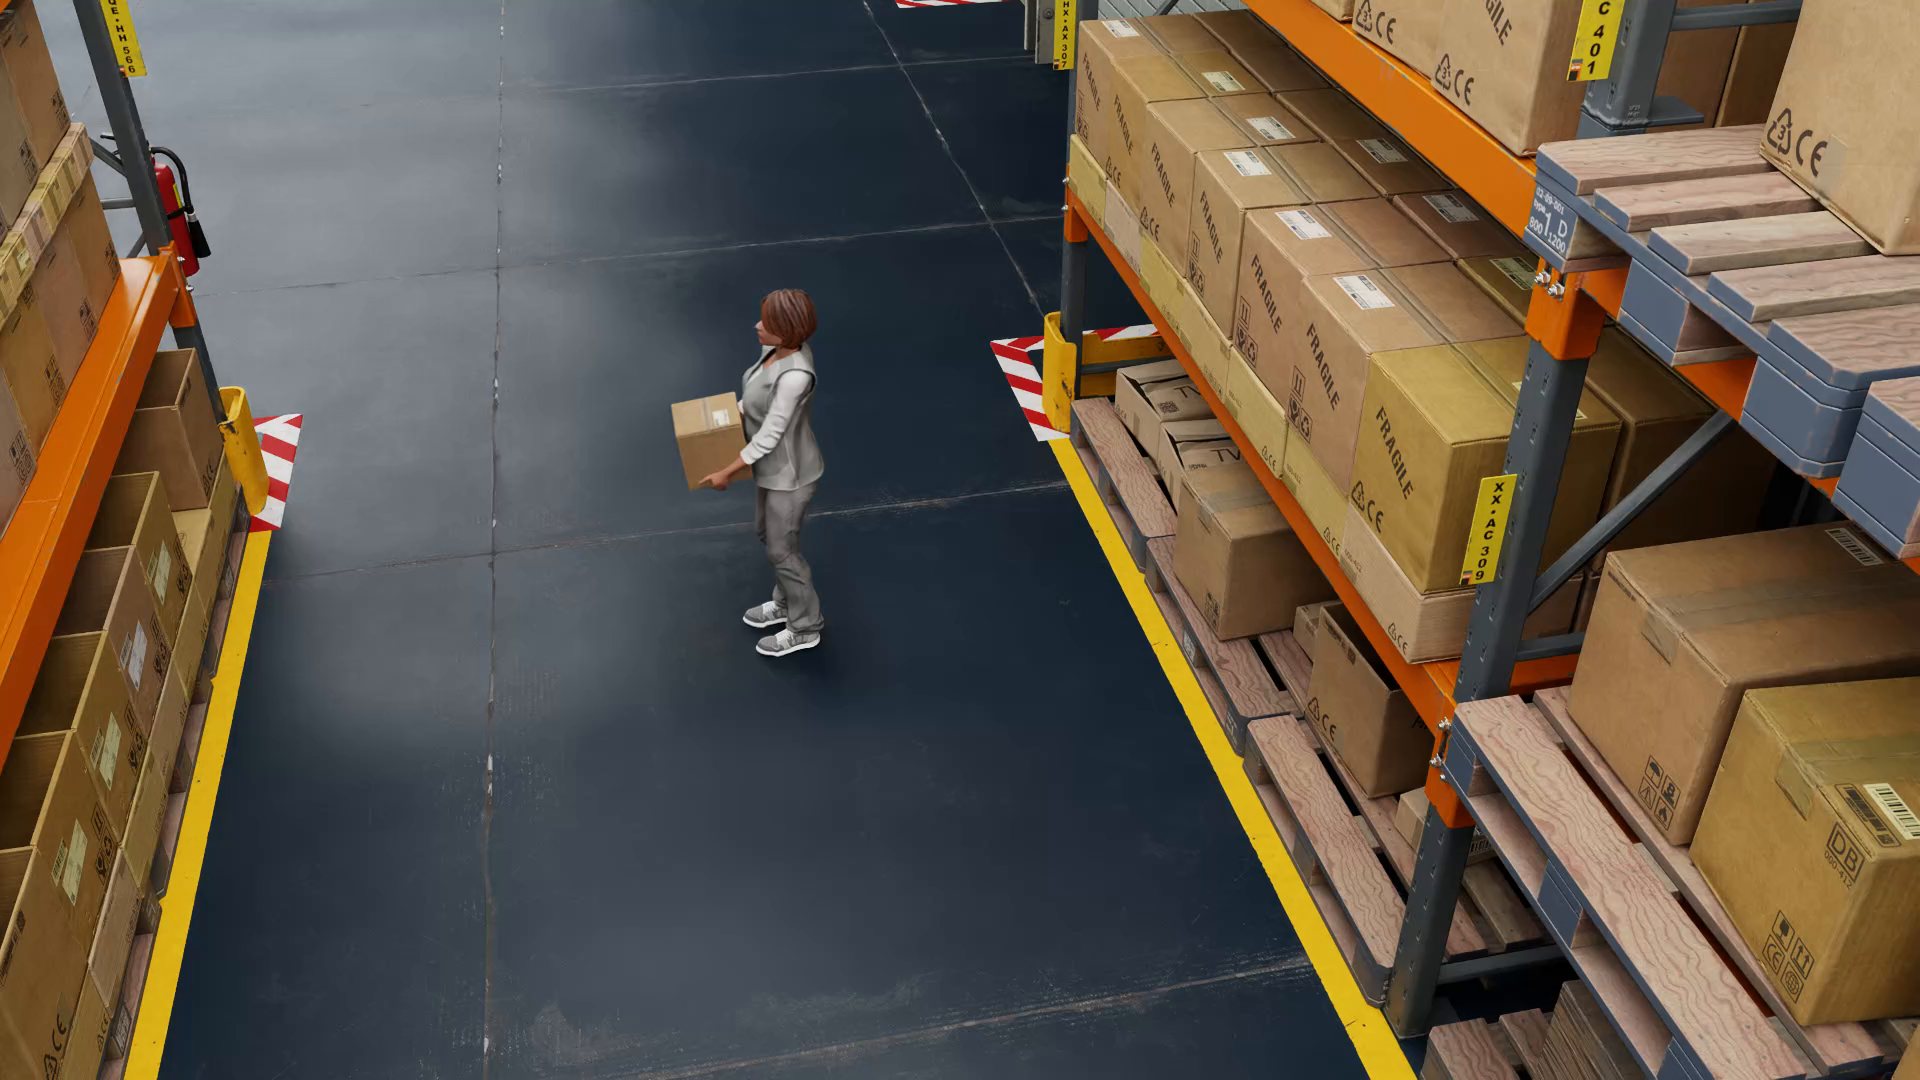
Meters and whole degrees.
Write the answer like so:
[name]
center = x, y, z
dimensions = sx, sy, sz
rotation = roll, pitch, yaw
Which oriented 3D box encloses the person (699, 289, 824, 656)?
[person]
center = -0.777, -0.254, 6.524
dimensions = 0.497, 1.589, 0.405
rotation = -7, 35, -10
